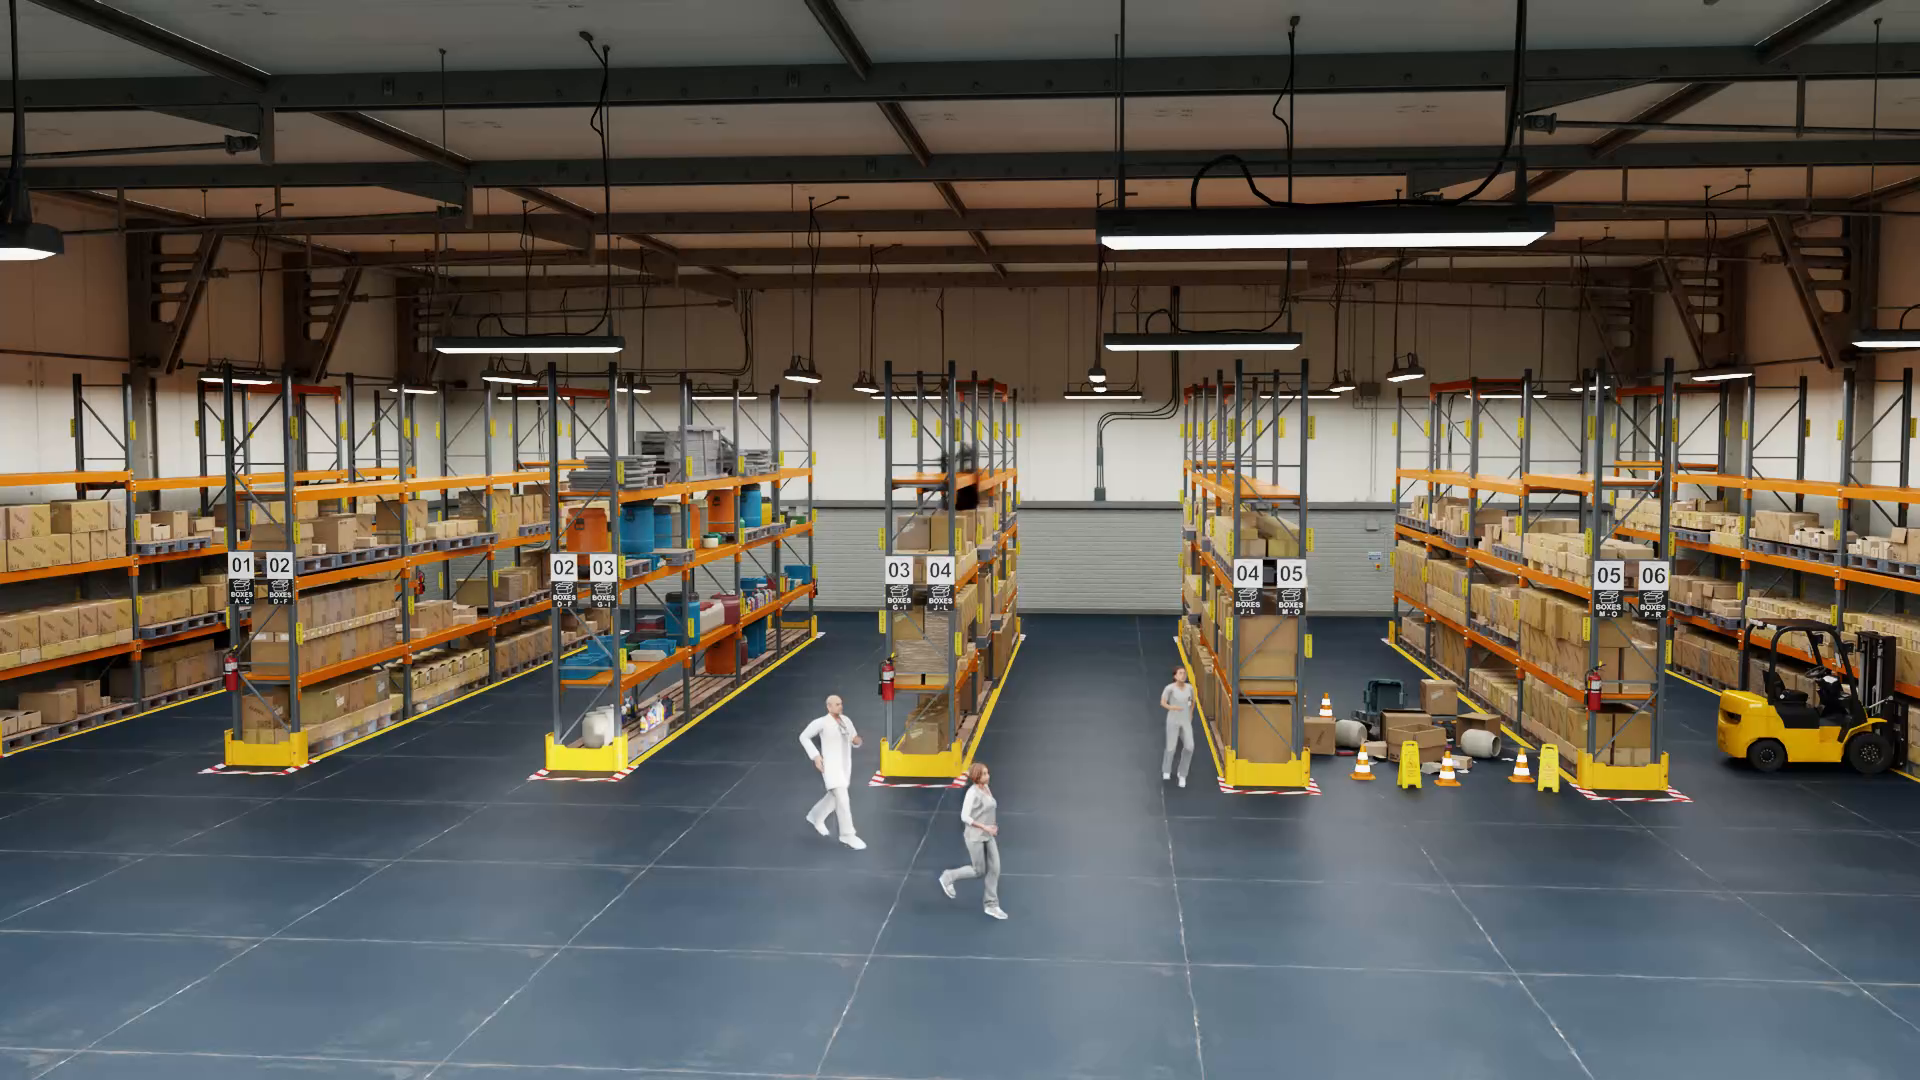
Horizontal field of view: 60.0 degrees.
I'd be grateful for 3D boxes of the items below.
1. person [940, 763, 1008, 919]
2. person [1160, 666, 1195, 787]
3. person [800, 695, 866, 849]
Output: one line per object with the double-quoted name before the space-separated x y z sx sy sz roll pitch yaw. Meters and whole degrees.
"person" 0.159 3.093 17.220 0.774 1.598 0.553 2 4 29
"person" 3.101 2.628 23.535 0.567 1.715 0.660 -1 4 -9
"person" -1.488 2.765 20.084 0.994 1.786 0.696 3 5 36
